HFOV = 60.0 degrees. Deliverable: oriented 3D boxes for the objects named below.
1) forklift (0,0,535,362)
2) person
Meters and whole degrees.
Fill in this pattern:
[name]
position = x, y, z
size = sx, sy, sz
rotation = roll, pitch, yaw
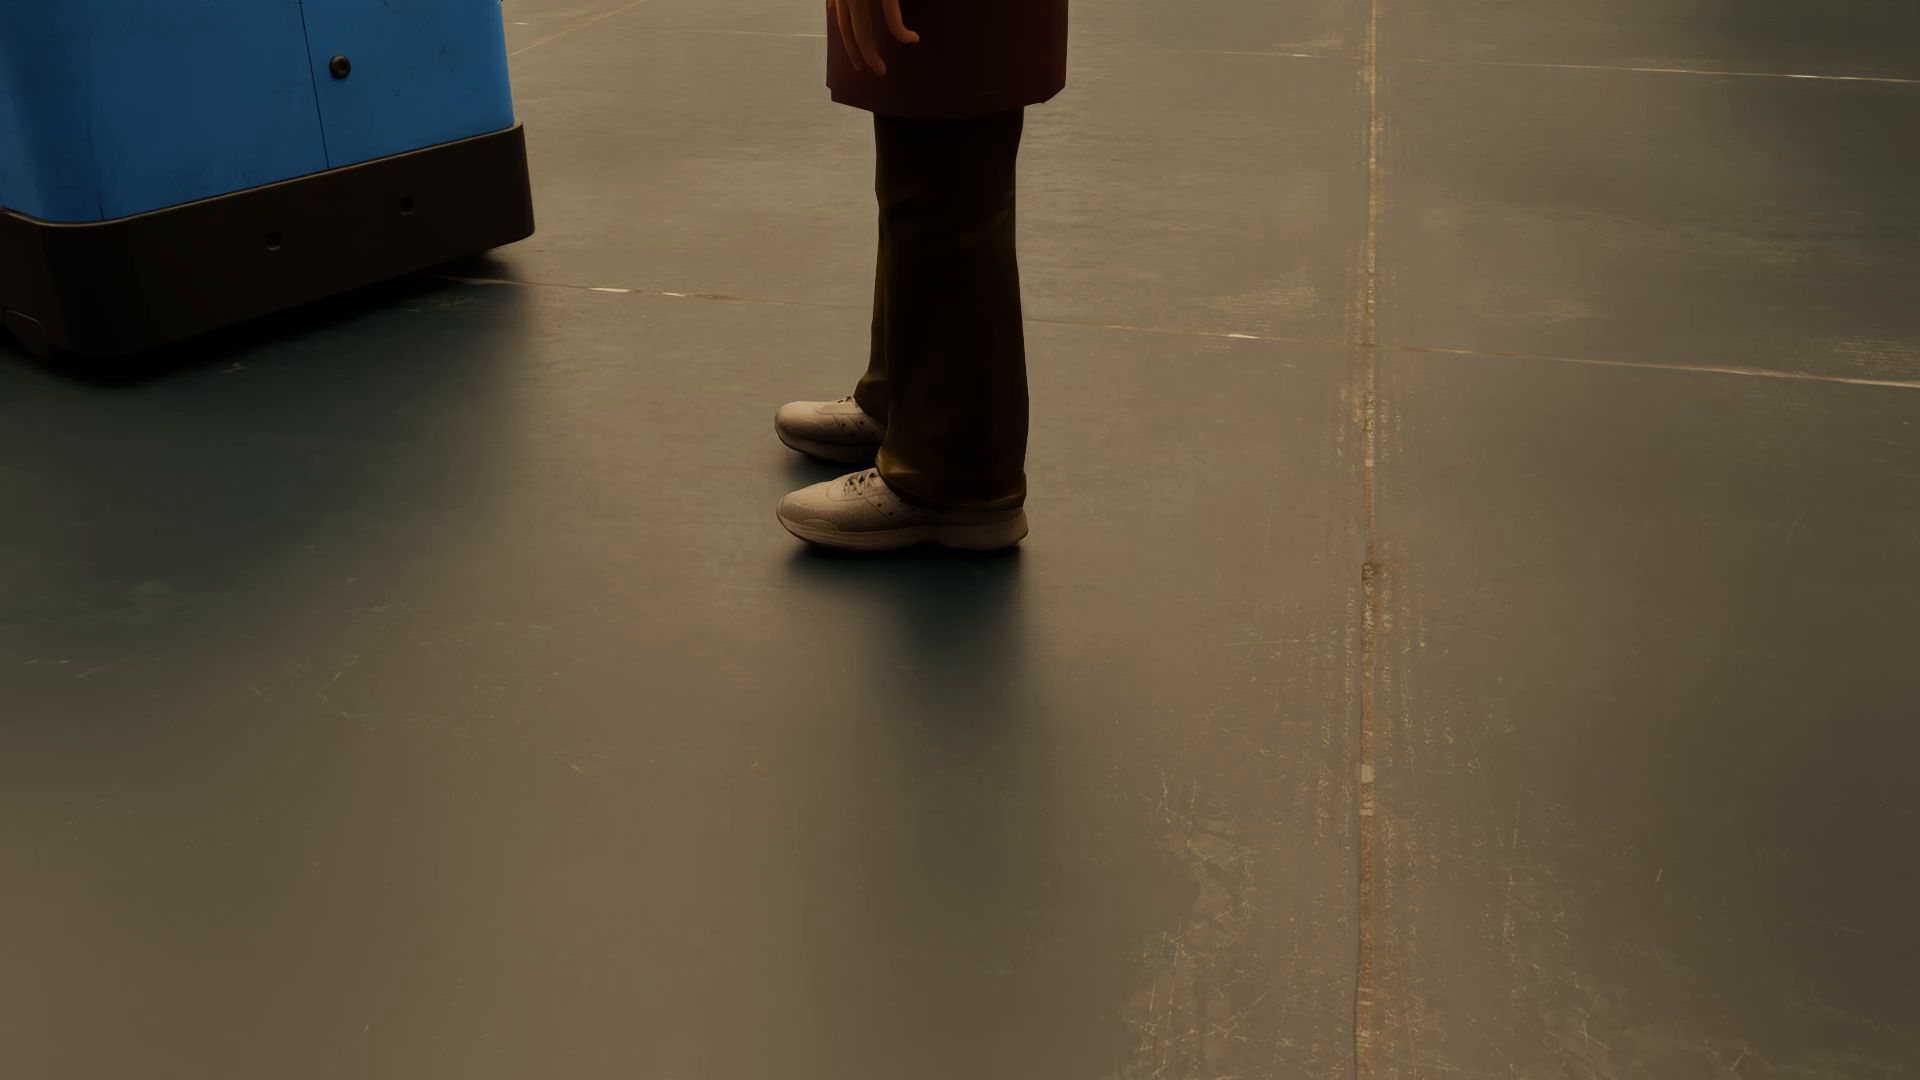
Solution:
[forklift]
position = -2.430, -2.154, 3.516
size = 3.031, 2.935, 1.130
rotation = 19, 32, 32
[person]
position = -0.087, -0.771, 2.139
size = 0.582, 1.685, 0.696
rotation = 6, 27, 11
